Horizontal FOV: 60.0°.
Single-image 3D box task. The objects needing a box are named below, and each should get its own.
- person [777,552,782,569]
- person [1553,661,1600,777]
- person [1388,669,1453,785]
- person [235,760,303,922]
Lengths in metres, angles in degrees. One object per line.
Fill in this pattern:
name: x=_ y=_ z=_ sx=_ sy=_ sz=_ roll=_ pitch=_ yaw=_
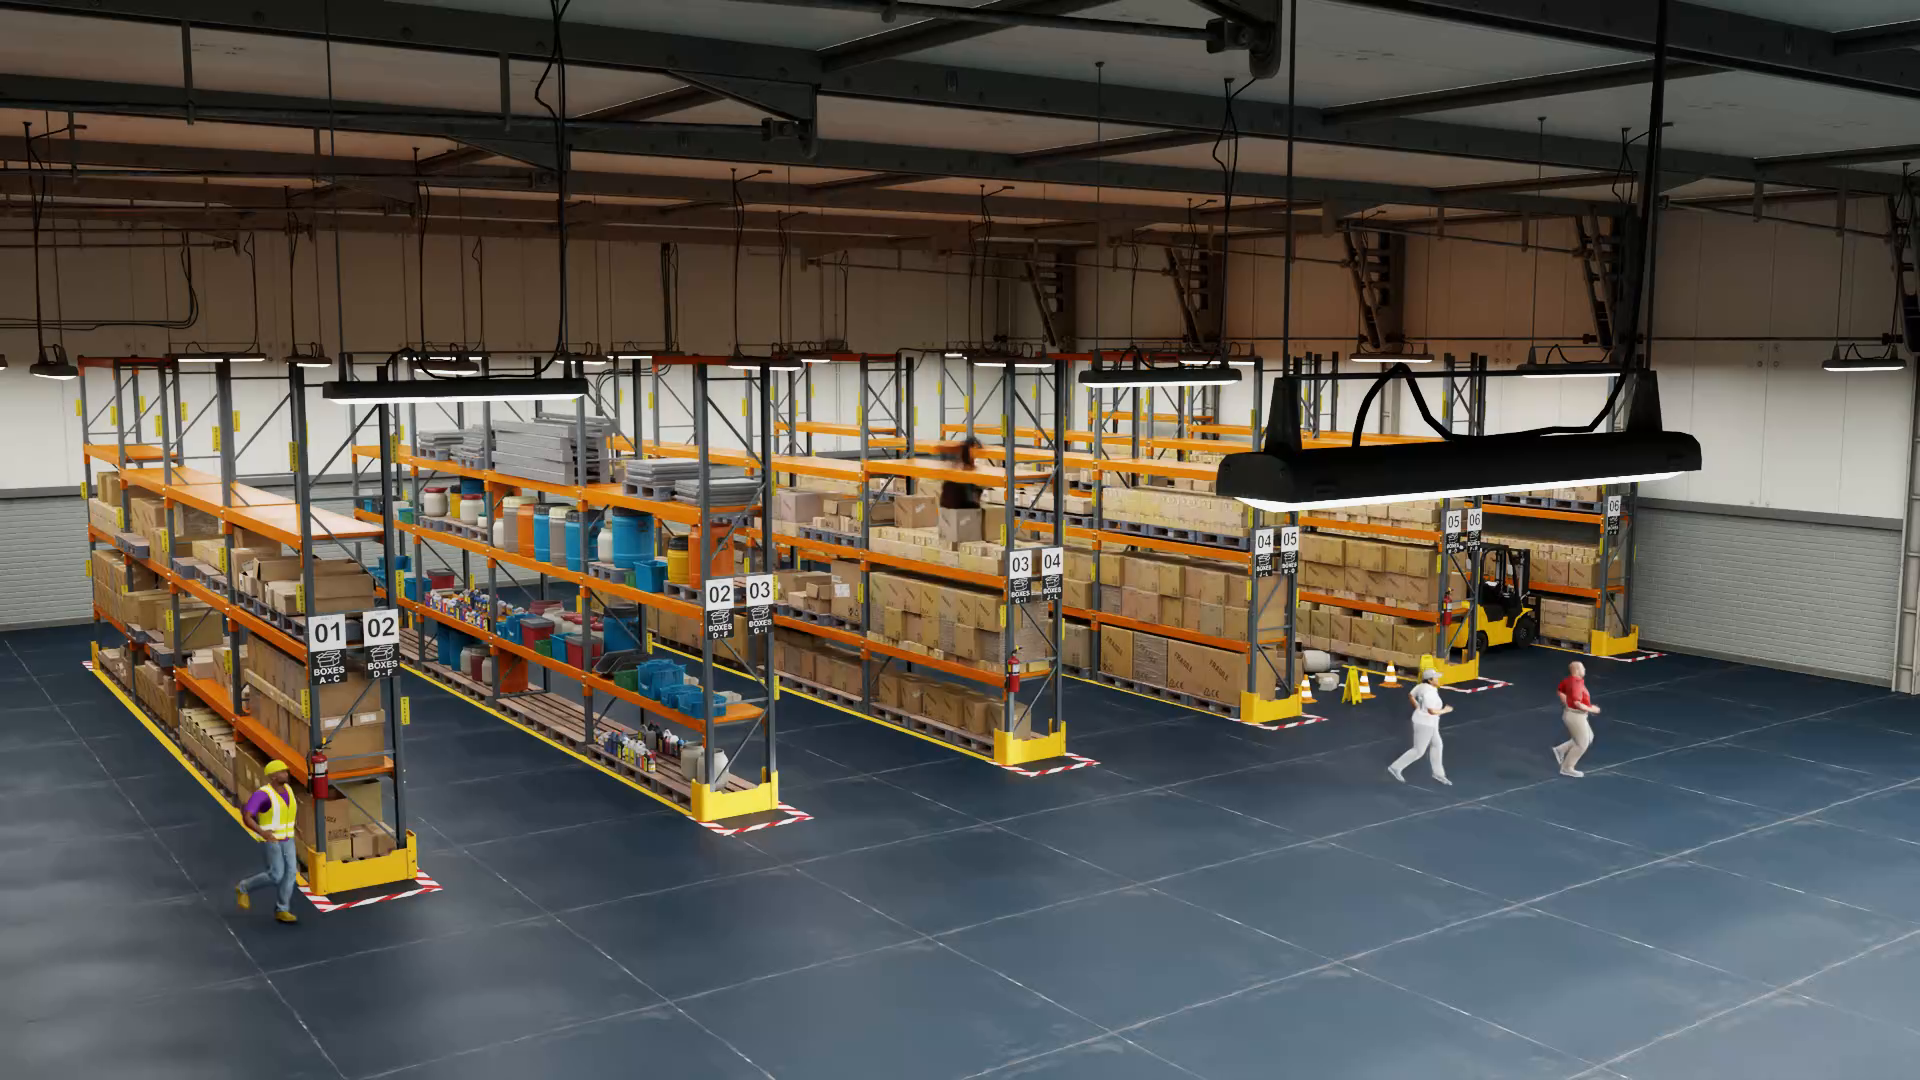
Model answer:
person: x=-4.377 y=0.838 z=38.099 sx=0.739 sy=1.720 sz=0.828 roll=-3 pitch=8 yaw=-26
person: x=8.948 y=2.585 z=24.096 sx=0.594 sy=1.686 sz=0.660 roll=1 pitch=7 yaw=7
person: x=6.547 y=2.656 z=23.596 sx=0.930 sy=1.697 sz=0.614 roll=1 pitch=7 yaw=8
person: x=-7.506 y=3.274 z=18.289 sx=0.782 sy=1.710 sz=0.757 roll=2 pitch=7 yaw=18
